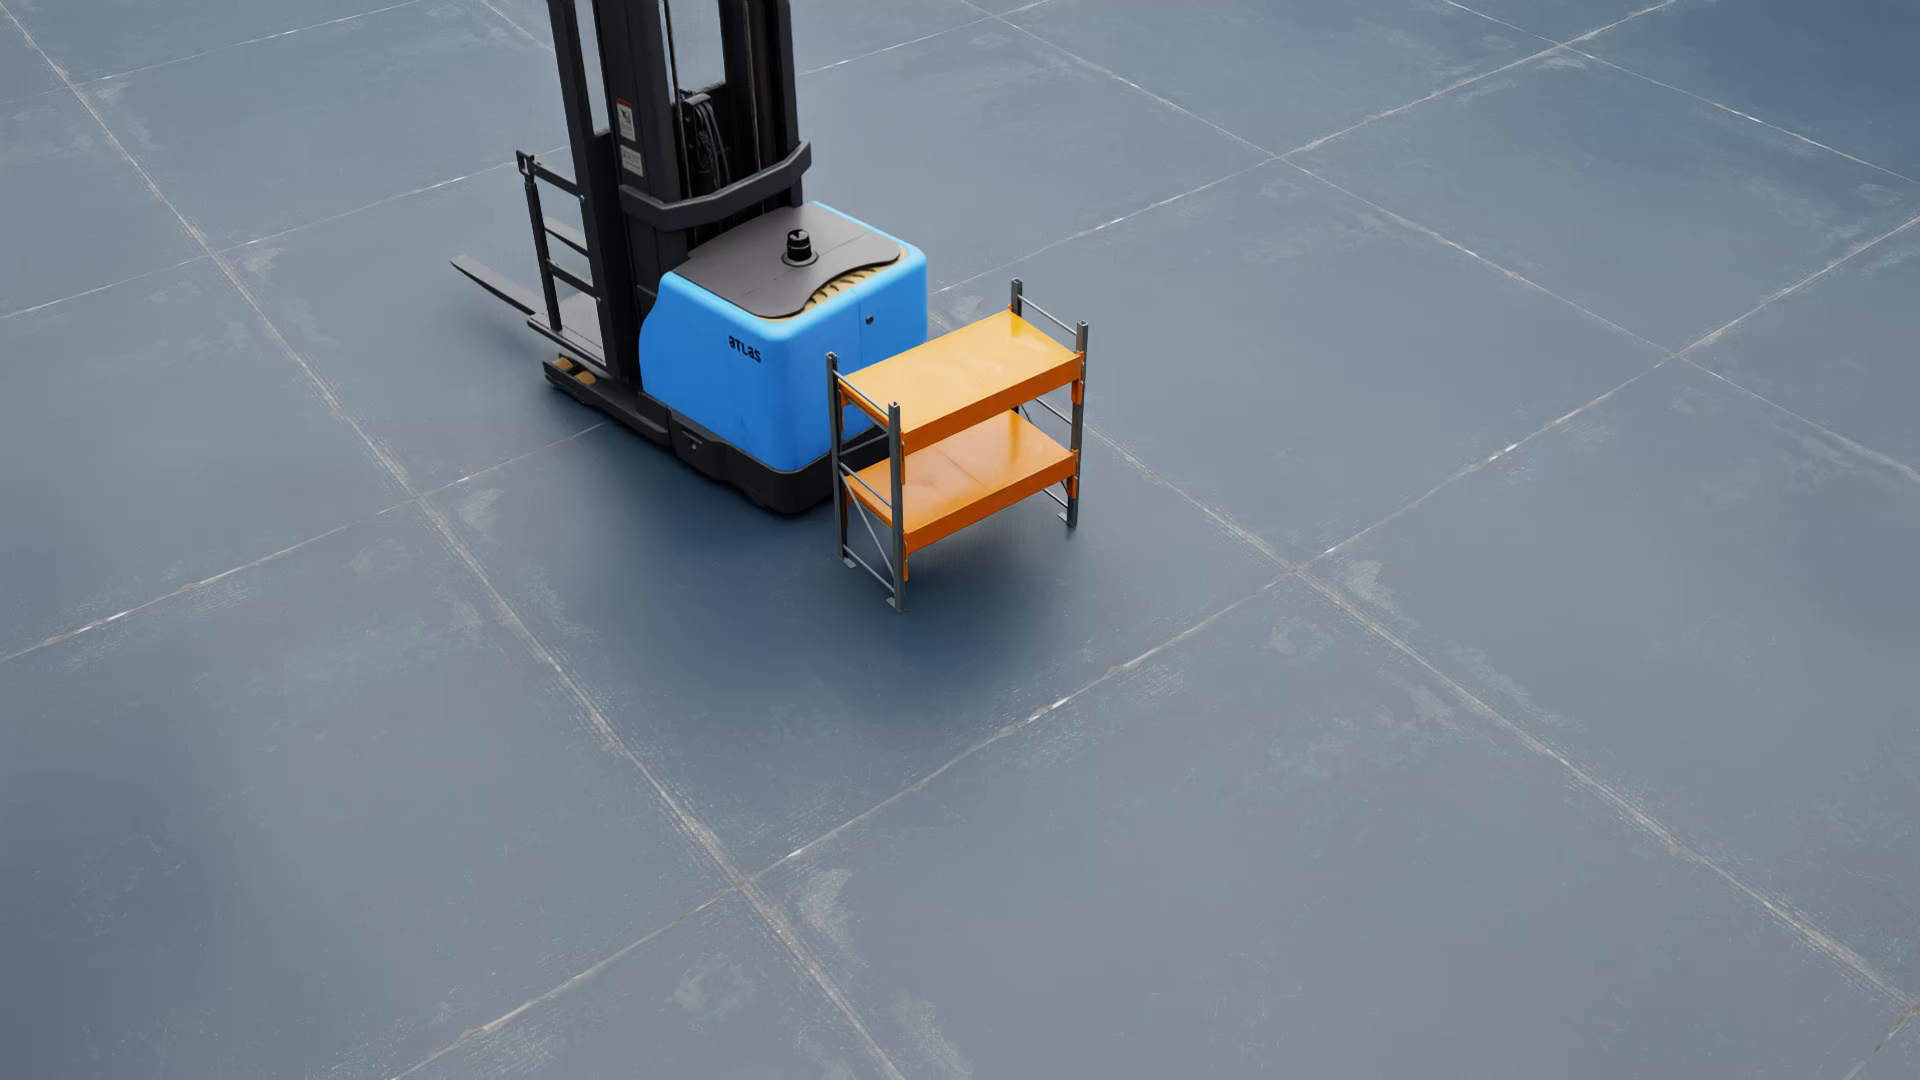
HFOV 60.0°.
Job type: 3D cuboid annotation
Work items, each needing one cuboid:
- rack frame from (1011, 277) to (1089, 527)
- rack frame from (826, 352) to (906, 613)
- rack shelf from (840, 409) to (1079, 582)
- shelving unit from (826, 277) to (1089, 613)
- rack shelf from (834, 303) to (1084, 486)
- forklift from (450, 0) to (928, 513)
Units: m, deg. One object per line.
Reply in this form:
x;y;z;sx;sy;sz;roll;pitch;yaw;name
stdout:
0.398;-0.629;7.763;0.032;1.125;0.500;-26;46;-28;rack frame
-0.408;-0.236;7.284;0.032;1.125;0.500;-26;46;-28;rack frame
-0.005;-0.243;7.679;1.000;0.278;0.538;-26;46;-28;rack shelf
-0.005;-0.432;7.524;1.048;1.125;0.538;-26;46;-28;shelving unit
-0.005;-0.659;7.338;1.000;0.278;0.538;-26;46;-28;rack shelf
-1.569;-2.070;8.096;3.031;2.935;1.130;30;48;31;forklift
